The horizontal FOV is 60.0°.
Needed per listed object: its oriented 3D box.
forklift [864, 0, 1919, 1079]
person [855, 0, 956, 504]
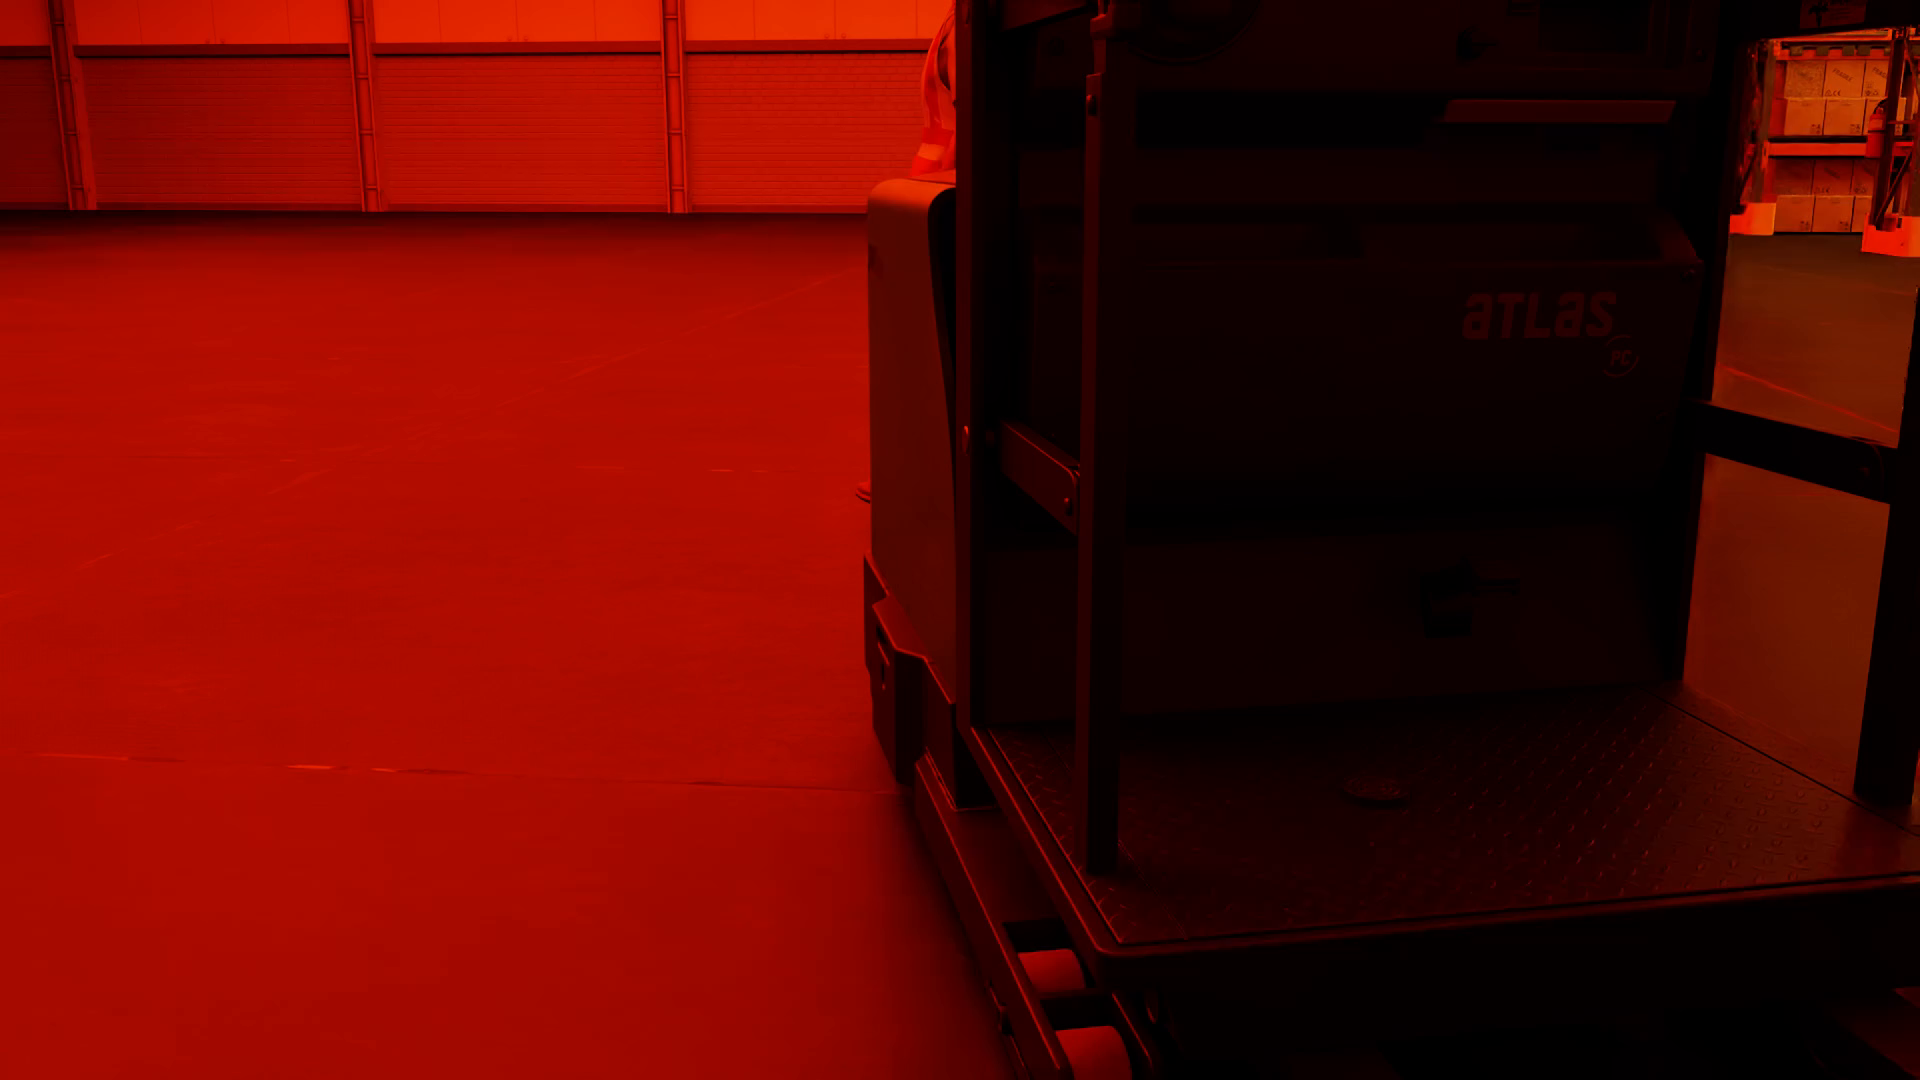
[{"bbox_3d":[0.583,-0.800,1.930,1.130,2.935,3.031,-3,13,-11],"label":"forklift"},{"bbox_3d":[-0.078,-0.923,4.753,0.563,1.788,0.638,2,13,7],"label":"person"}]
